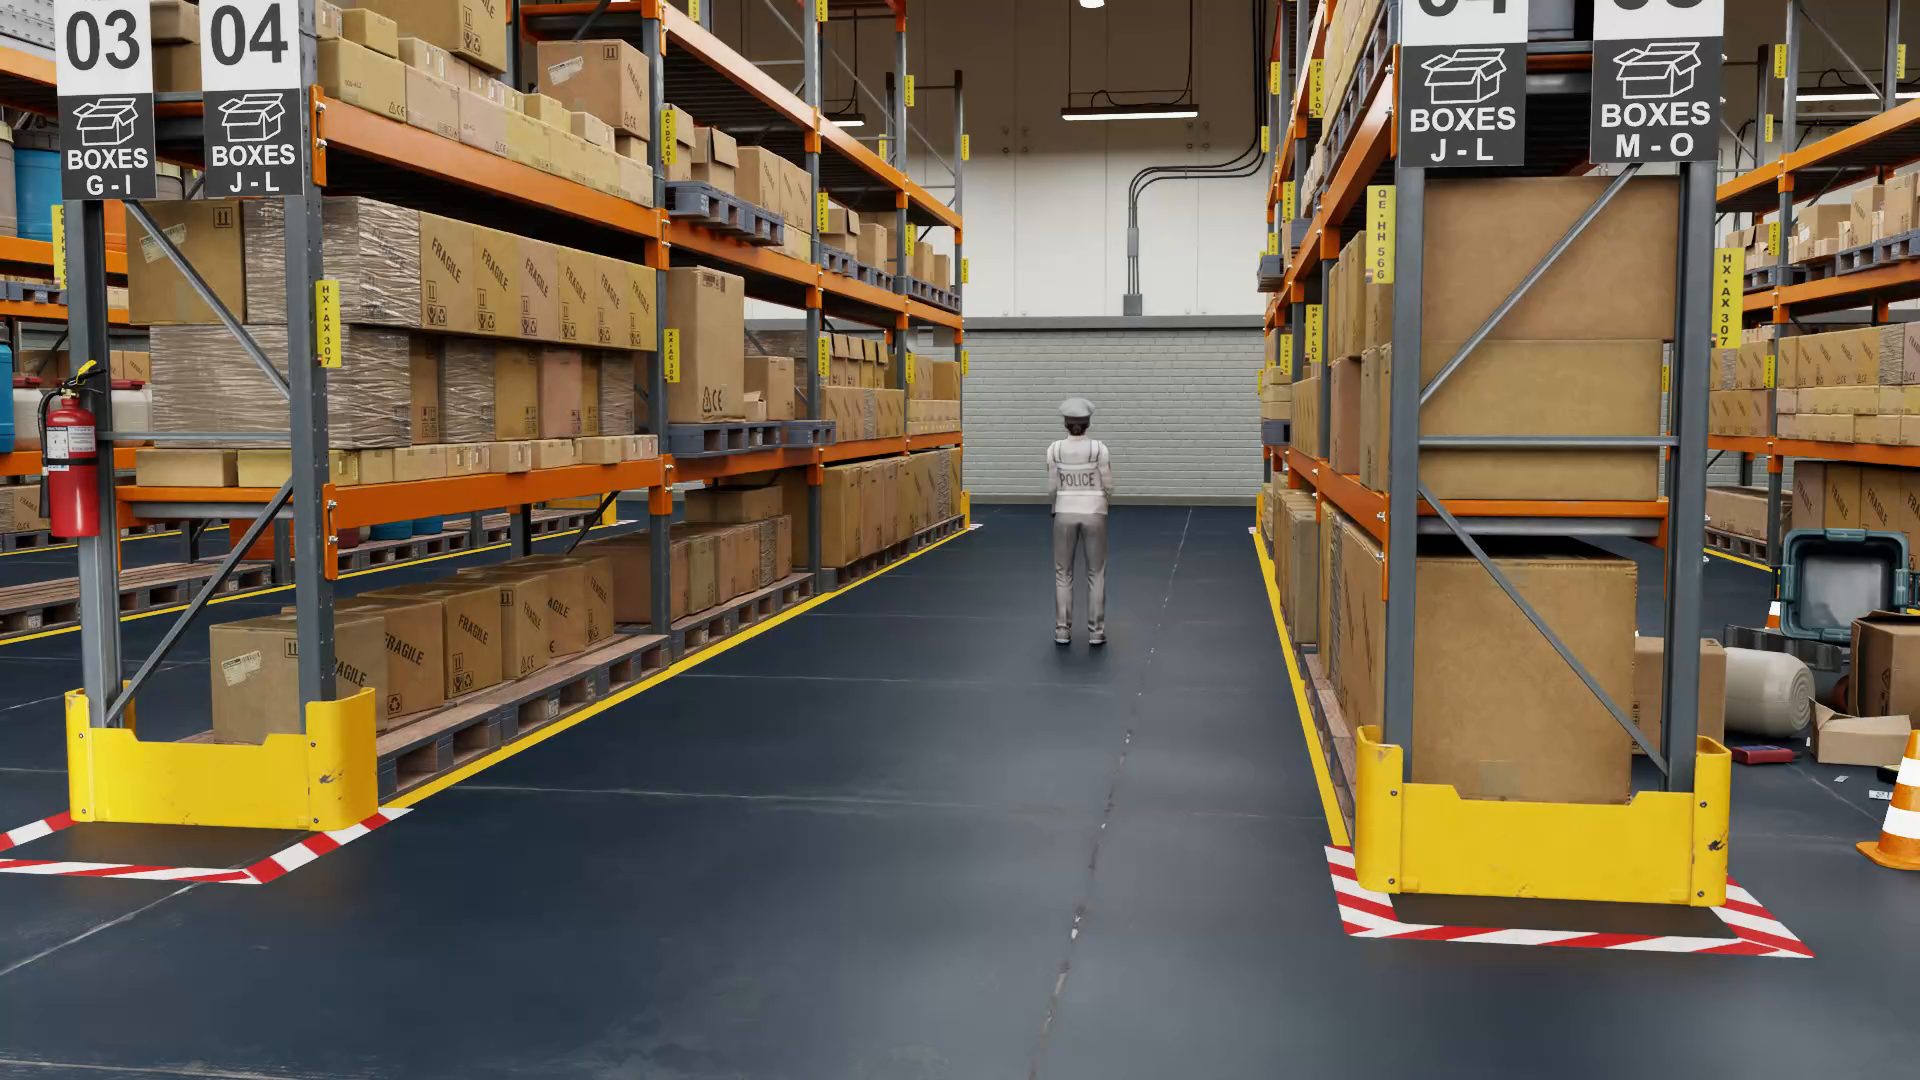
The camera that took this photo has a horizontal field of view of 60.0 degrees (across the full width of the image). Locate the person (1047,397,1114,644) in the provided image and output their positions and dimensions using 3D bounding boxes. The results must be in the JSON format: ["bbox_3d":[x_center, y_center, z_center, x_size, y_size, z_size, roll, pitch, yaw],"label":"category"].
[{"bbox_3d":[0.827,-0.136,11.430,0.460,1.686,0.564,1,5,9],"label":"person"}]
